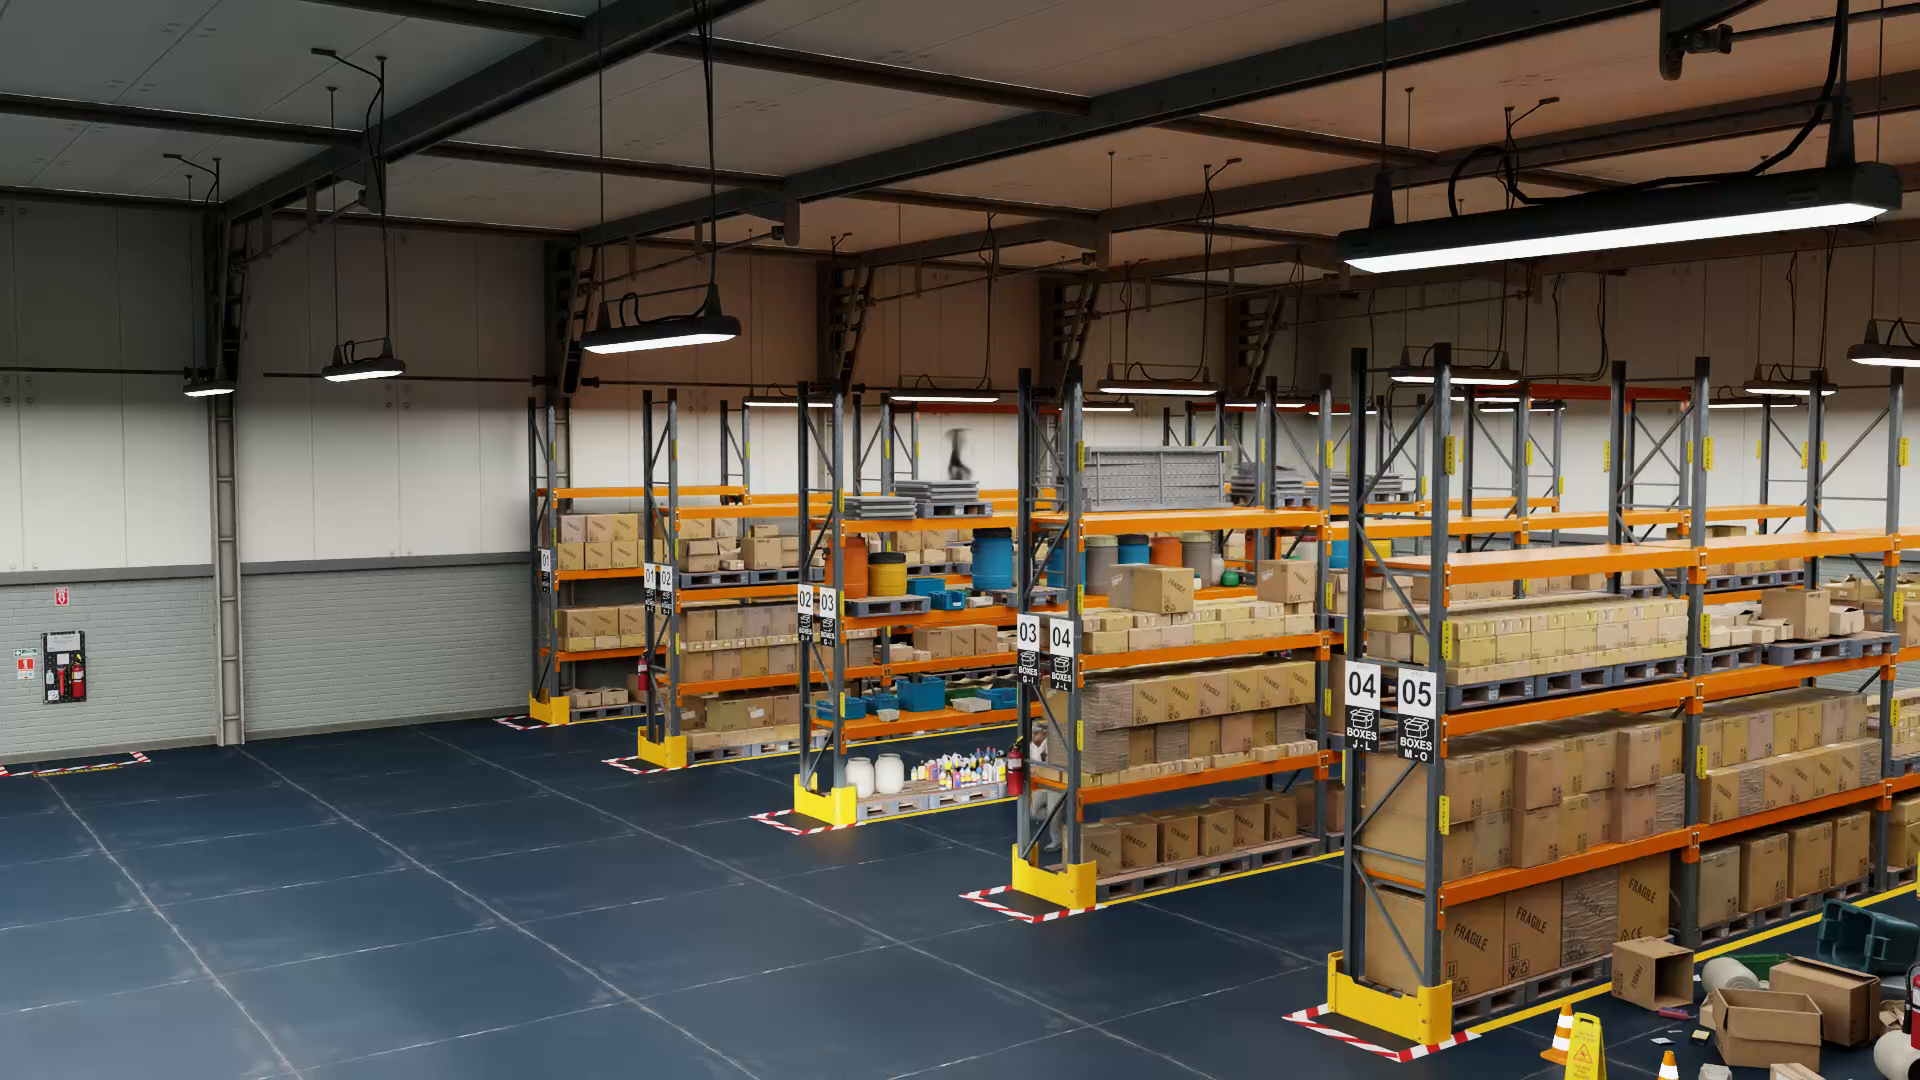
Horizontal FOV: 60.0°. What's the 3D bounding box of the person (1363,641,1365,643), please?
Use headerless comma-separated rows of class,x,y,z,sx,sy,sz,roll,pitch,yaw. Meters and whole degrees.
person,7.974,2.333,33.689,0.586,1.673,0.970,3,4,38

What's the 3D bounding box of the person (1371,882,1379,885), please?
person,4.678,3.293,17.648,0.983,1.753,0.653,-3,5,-44

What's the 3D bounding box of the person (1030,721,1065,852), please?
person,1.057,3.088,20.878,0.648,1.696,0.746,3,5,43
